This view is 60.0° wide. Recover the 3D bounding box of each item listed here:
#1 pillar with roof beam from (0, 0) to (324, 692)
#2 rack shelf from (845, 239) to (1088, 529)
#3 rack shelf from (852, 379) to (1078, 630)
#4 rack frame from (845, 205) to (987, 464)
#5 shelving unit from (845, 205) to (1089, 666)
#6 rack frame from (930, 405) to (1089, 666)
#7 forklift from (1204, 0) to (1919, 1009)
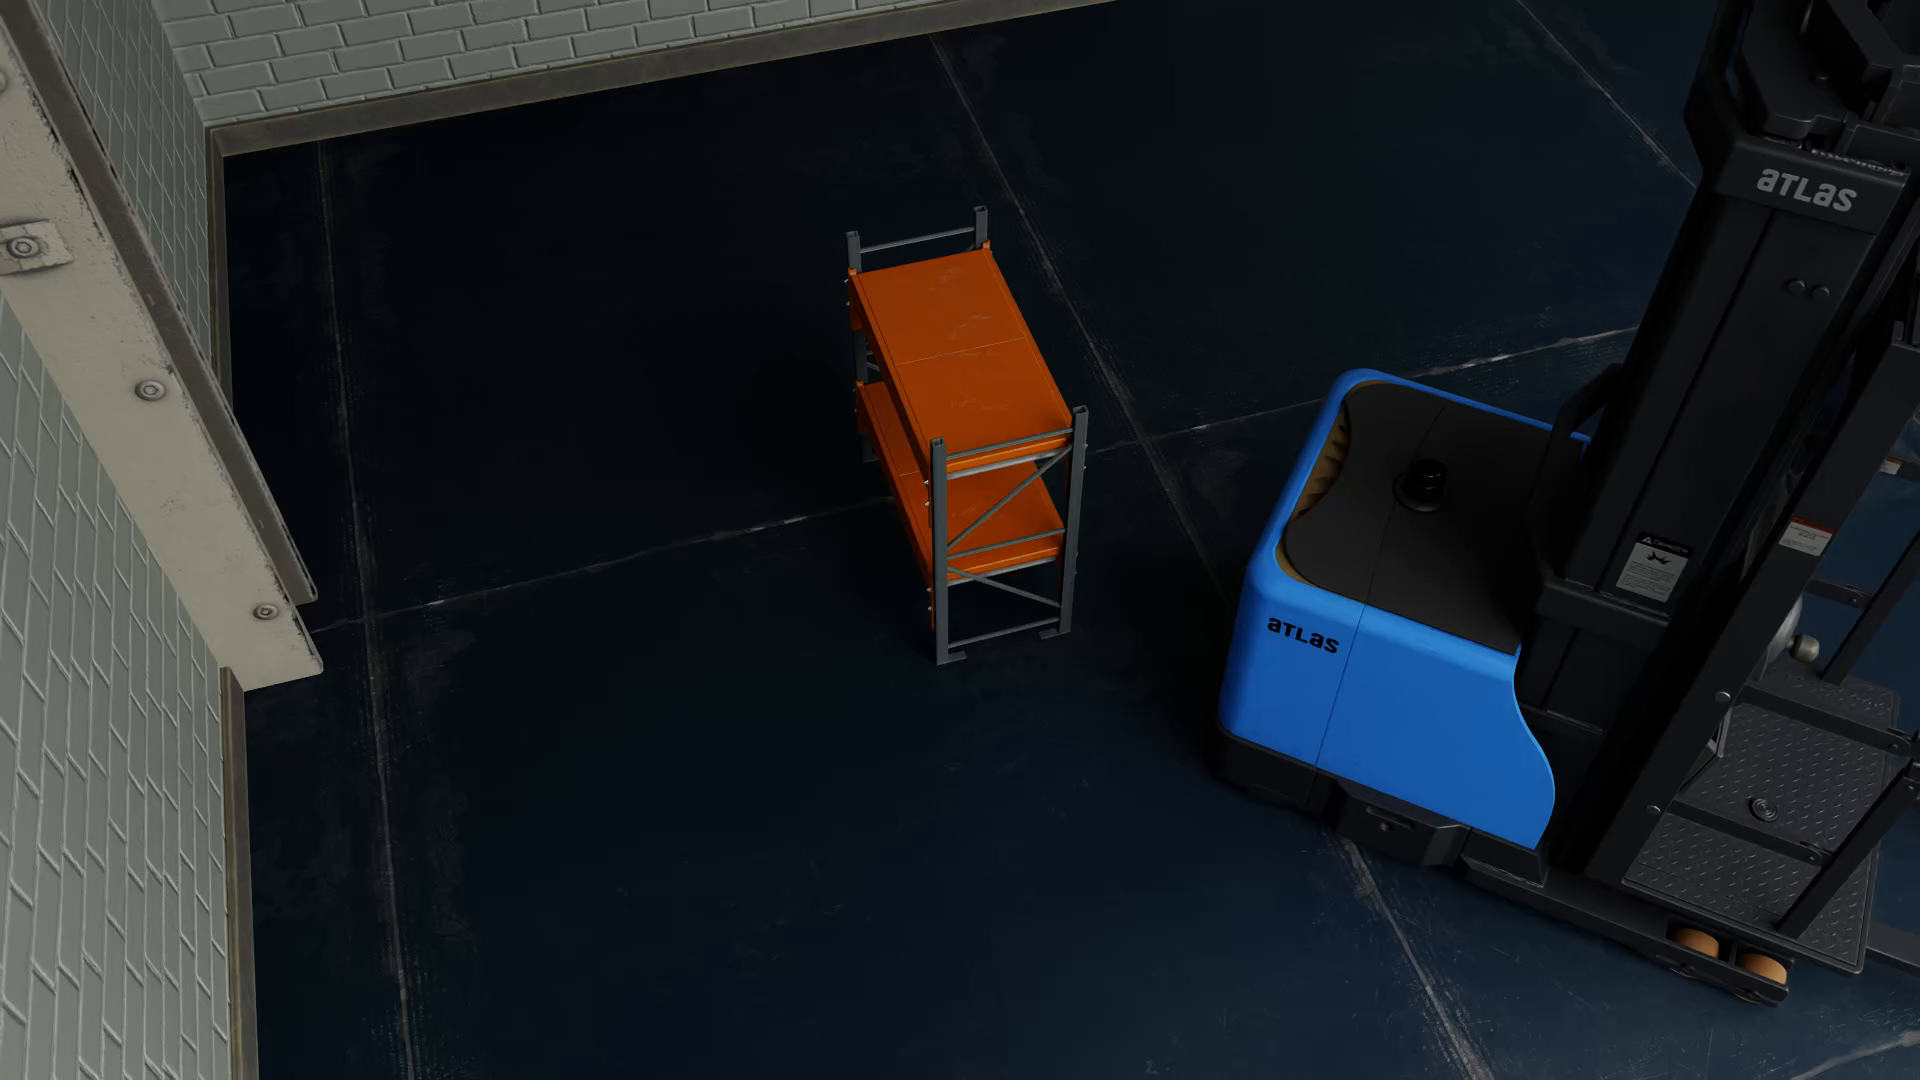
[{"bbox_3d":[1.665,-3.517,3.329,9.100,9.000,0.400,-13,51,-11],"label":"pillar with roof beam"},{"bbox_3d":[0.002,-0.546,5.592,0.538,0.278,1.000,-13,51,-11],"label":"rack shelf"},{"bbox_3d":[0.002,-0.200,6.003,0.538,0.278,1.000,-13,51,-11],"label":"rack shelf"},{"bbox_3d":[-0.148,-0.729,6.129,0.500,1.125,0.032,-13,51,-11],"label":"rack frame"},{"bbox_3d":[0.002,-0.358,5.816,0.538,1.125,1.048,-13,51,-11],"label":"shelving unit"},{"bbox_3d":[0.152,0.014,5.503,0.500,1.125,0.032,-13,51,-11],"label":"rack frame"},{"bbox_3d":[2.373,-0.005,4.337,3.031,2.935,1.130,20,53,16],"label":"forklift"}]
